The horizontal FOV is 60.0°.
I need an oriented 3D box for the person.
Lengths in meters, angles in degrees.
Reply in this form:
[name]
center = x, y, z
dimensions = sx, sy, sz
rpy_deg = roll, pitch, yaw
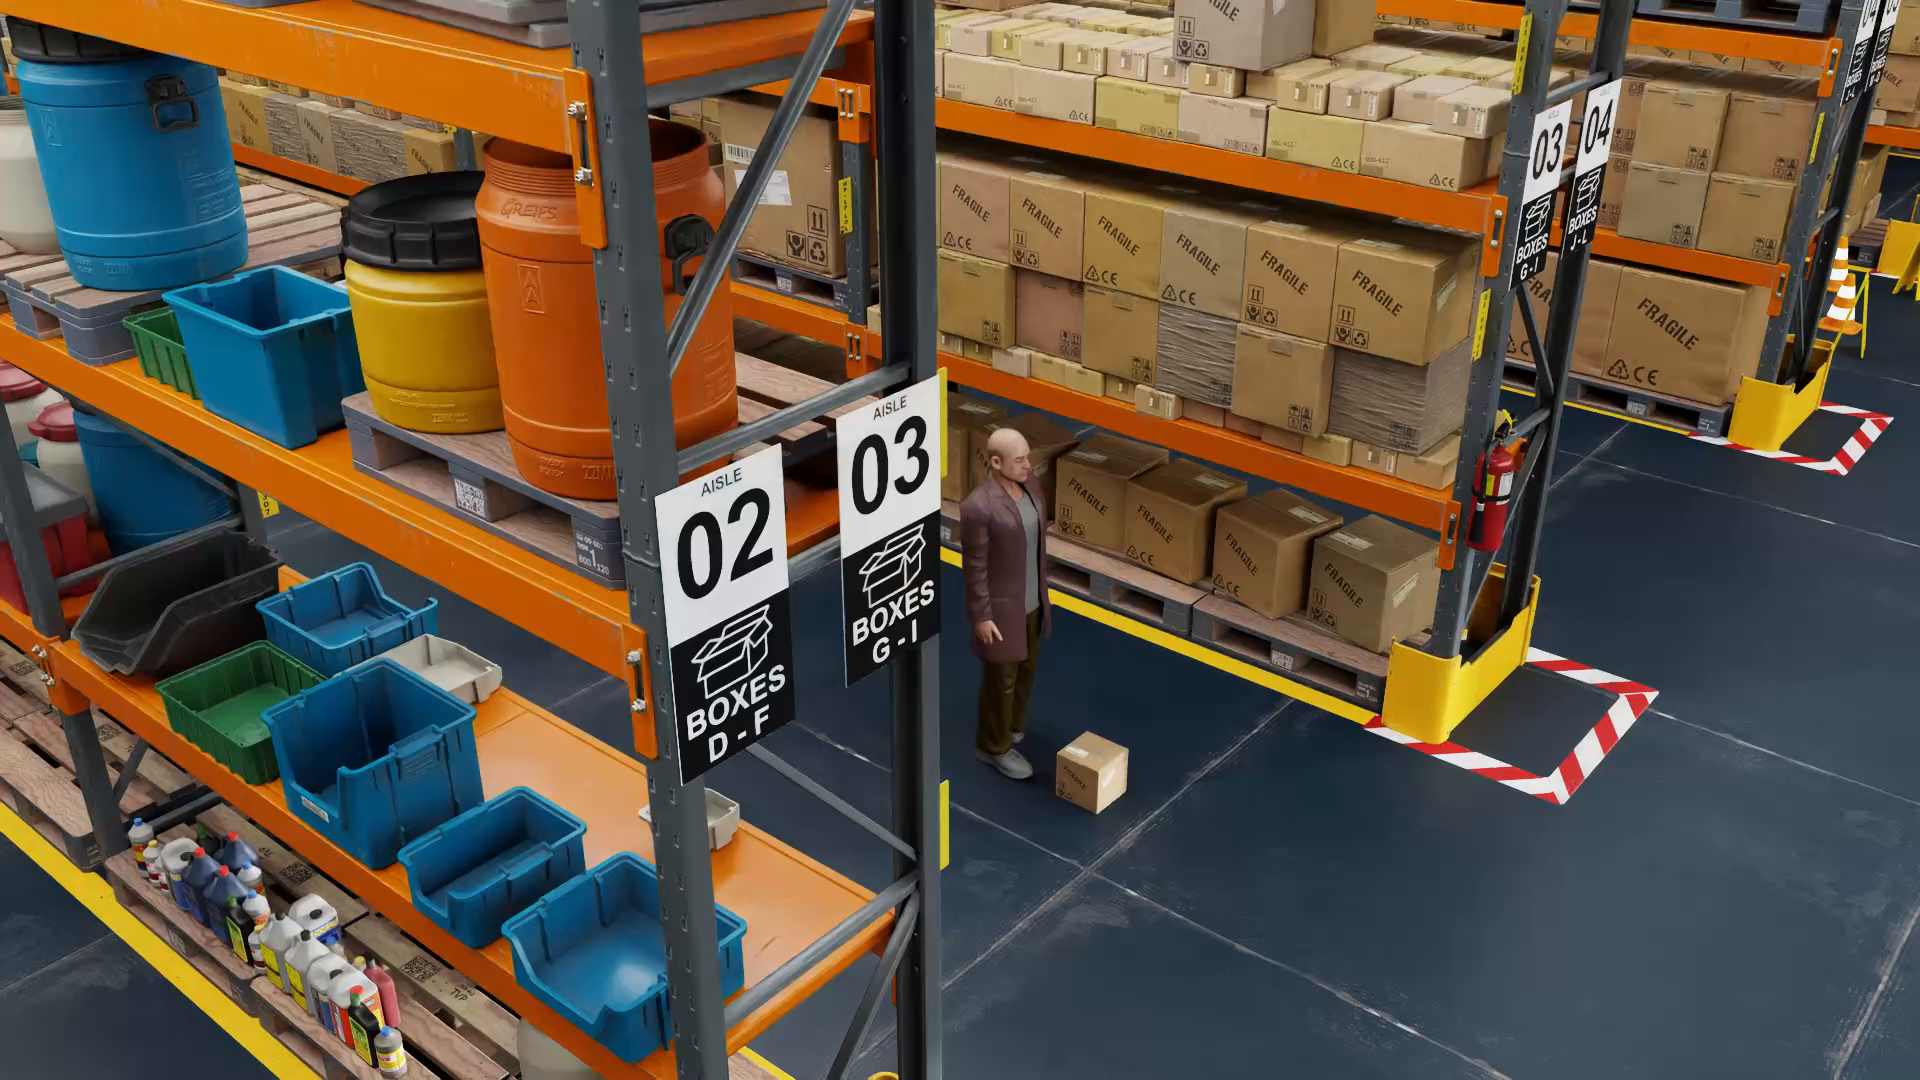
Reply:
[person]
center = 0.237, 0.340, 8.074
dimensions = 0.503, 1.879, 0.584
rpy_deg = 21, 34, 35
